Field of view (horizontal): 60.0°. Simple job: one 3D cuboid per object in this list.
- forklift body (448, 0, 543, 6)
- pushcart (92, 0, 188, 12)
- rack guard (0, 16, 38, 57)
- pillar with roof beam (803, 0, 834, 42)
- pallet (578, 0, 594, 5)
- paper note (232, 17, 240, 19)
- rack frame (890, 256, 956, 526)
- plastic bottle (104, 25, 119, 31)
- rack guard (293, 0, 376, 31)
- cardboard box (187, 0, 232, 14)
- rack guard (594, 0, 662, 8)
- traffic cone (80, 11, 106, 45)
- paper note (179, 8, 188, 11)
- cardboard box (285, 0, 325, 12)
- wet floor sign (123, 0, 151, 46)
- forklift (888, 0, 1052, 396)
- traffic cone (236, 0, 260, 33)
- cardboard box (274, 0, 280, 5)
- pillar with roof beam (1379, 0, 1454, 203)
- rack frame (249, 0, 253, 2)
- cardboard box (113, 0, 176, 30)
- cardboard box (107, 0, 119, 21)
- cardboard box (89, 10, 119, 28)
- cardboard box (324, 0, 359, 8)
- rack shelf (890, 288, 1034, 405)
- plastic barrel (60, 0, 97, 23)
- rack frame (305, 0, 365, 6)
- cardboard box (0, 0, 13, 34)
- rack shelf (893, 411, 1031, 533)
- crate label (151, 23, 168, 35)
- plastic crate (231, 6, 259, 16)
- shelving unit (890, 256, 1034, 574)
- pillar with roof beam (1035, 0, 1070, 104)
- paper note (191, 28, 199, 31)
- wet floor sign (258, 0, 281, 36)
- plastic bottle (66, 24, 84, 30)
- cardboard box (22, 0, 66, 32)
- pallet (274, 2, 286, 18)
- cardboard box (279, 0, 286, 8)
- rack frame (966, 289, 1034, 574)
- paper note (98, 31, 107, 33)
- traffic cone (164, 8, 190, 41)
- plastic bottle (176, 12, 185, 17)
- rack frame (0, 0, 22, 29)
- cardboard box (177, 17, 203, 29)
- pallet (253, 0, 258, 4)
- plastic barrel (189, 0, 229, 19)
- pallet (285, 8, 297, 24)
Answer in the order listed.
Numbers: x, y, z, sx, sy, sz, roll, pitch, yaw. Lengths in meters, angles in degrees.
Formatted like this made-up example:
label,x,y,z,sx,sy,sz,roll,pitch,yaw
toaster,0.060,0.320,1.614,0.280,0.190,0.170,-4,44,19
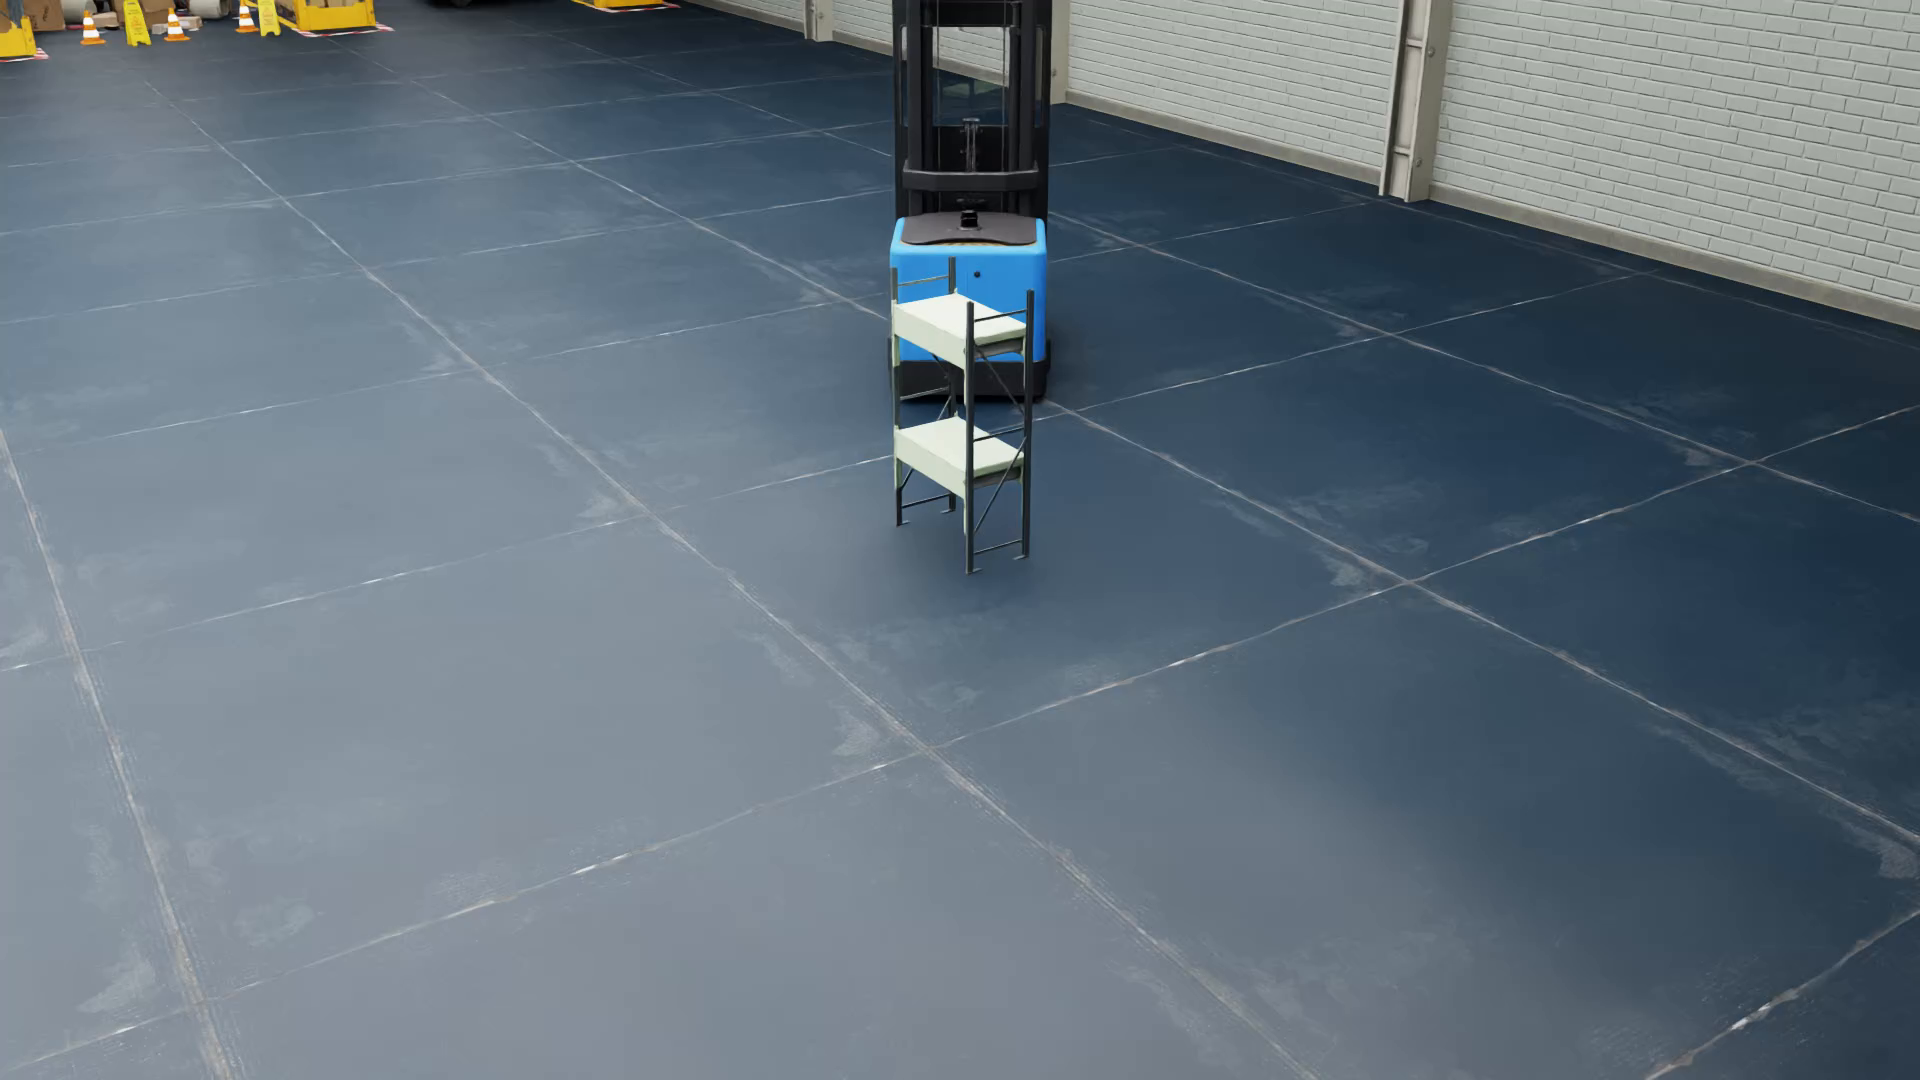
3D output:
label,x,y,z,sx,sy,sz,roll,pitch,yaw
forklift body,-8.374,-10.602,29.189,2.313,2.155,1.214,-16,29,-30
pushcart,-14.033,-9.270,28.445,0.936,0.377,1.648,18,31,33
rack guard,-14.046,-7.246,24.013,1.175,0.500,0.348,-16,29,-30
pillar with roof beam,-5.766,-10.755,21.492,9.100,9.000,0.400,-16,29,-30
pallet,-6.262,-9.735,29.625,1.003,0.211,1.213,-16,29,-30
paper note,-11.960,-8.651,27.539,0.148,0.019,0.142,18,31,33
rack frame,-0.196,-0.807,9.202,0.400,1.500,0.023,-16,29,-30
plastic bottle,-13.500,-8.146,26.434,0.283,0.061,0.133,18,31,33
rack guard,-10.008,-8.471,26.609,1.175,0.500,0.348,-16,29,-30
cardboard box,-12.705,-9.176,28.098,0.500,0.500,0.500,3,25,6
rack guard,-5.797,-9.594,28.987,1.175,0.500,0.348,-16,29,-30
traffic cone,-13.159,-7.759,25.143,0.336,0.463,0.334,-16,29,-30
paper note,-13.290,-9.075,28.439,0.148,0.019,0.142,-16,29,-30
cardboard box,-10.646,-8.756,27.013,0.500,0.250,0.500,-16,29,-30
wet floor sign,-12.384,-7.771,24.956,0.267,0.644,0.232,-22,33,-38
forklift,0.089,-2.875,11.906,1.130,2.935,3.031,1,25,1
traffic cone,-11.282,-8.281,26.249,0.336,0.463,0.334,-16,29,-30
cardboard box,-11.200,-9.120,27.785,0.500,0.250,0.500,-17,30,-31
pillar with roof beam,0.784,-6.463,12.400,9.100,9.000,0.400,-16,29,-30
rack frame,-12.150,-11.005,29.049,1.000,3.000,0.127,-16,29,-30
cardboard box,-13.047,-8.484,26.632,0.637,0.503,0.797,7,26,15
cardboard box,-13.564,-8.878,27.308,0.797,0.637,0.503,-16,29,-30
cardboard box,-13.761,-8.394,26.719,0.396,0.266,0.258,-10,27,-21
cardboard box,-10.175,-8.874,27.263,0.500,0.250,0.500,-16,30,-30
rack shelf,0.004,-1.029,8.758,0.431,0.370,0.720,-16,29,-30
plastic barrel,-14.338,-8.602,26.976,0.512,0.421,0.421,3,25,6
rack frame,-9.967,-9.575,26.018,1.000,3.000,0.127,-16,29,-30
cardboard box,-14.484,-7.841,24.343,0.875,0.875,0.875,-15,29,-29
rack shelf,0.004,-0.381,9.064,0.431,0.370,0.720,-16,29,-30
crate label,-12.508,-8.020,26.078,0.298,0.136,0.250,12,28,24
plastic crate,-11.980,-8.932,28.078,0.583,0.080,0.402,18,31,33
shelving unit,0.004,-0.676,8.925,0.431,1.500,0.755,-16,29,-30
pillar with roof beam,-2.491,-8.609,16.946,9.100,9.000,0.400,-16,29,-30
paper note,-12.150,-8.106,26.386,0.142,0.019,0.148,18,31,33
wet floor sign,-10.759,-8.193,25.849,0.267,0.644,0.232,-6,26,-12
plastic bottle,-14.067,-8.174,26.494,0.133,0.061,0.283,18,31,33
cardboard box,-14.535,-8.370,26.392,0.500,0.500,0.500,-10,27,-21
pallet,-11.084,-9.075,28.227,1.003,0.211,1.213,-16,29,-30
cardboard box,-10.910,-8.935,27.391,0.500,0.250,0.500,-15,29,-29
rack frame,0.203,-0.545,8.647,0.400,1.500,0.023,-16,29,-30
paper note,-13.470,-7.983,26.127,0.144,0.017,0.142,-6,26,-12
traffic cone,-12.027,-7.900,25.443,0.336,0.463,0.334,-16,29,-30
plastic bottle,-13.017,-8.778,27.773,0.133,0.061,0.283,-10,27,-21
rack frame,-14.059,-8.385,23.498,1.000,3.000,0.127,-16,29,-30
cardboard box,-12.374,-8.283,26.622,0.380,0.149,0.250,-1,25,-3
pallet,-11.754,-9.512,29.153,1.003,0.211,1.213,-16,29,-30
plastic barrel,-12.363,-8.795,27.386,0.512,0.421,0.421,3,25,6
pallet,-10.422,-8.640,27.304,1.003,0.211,1.213,-16,29,-30
